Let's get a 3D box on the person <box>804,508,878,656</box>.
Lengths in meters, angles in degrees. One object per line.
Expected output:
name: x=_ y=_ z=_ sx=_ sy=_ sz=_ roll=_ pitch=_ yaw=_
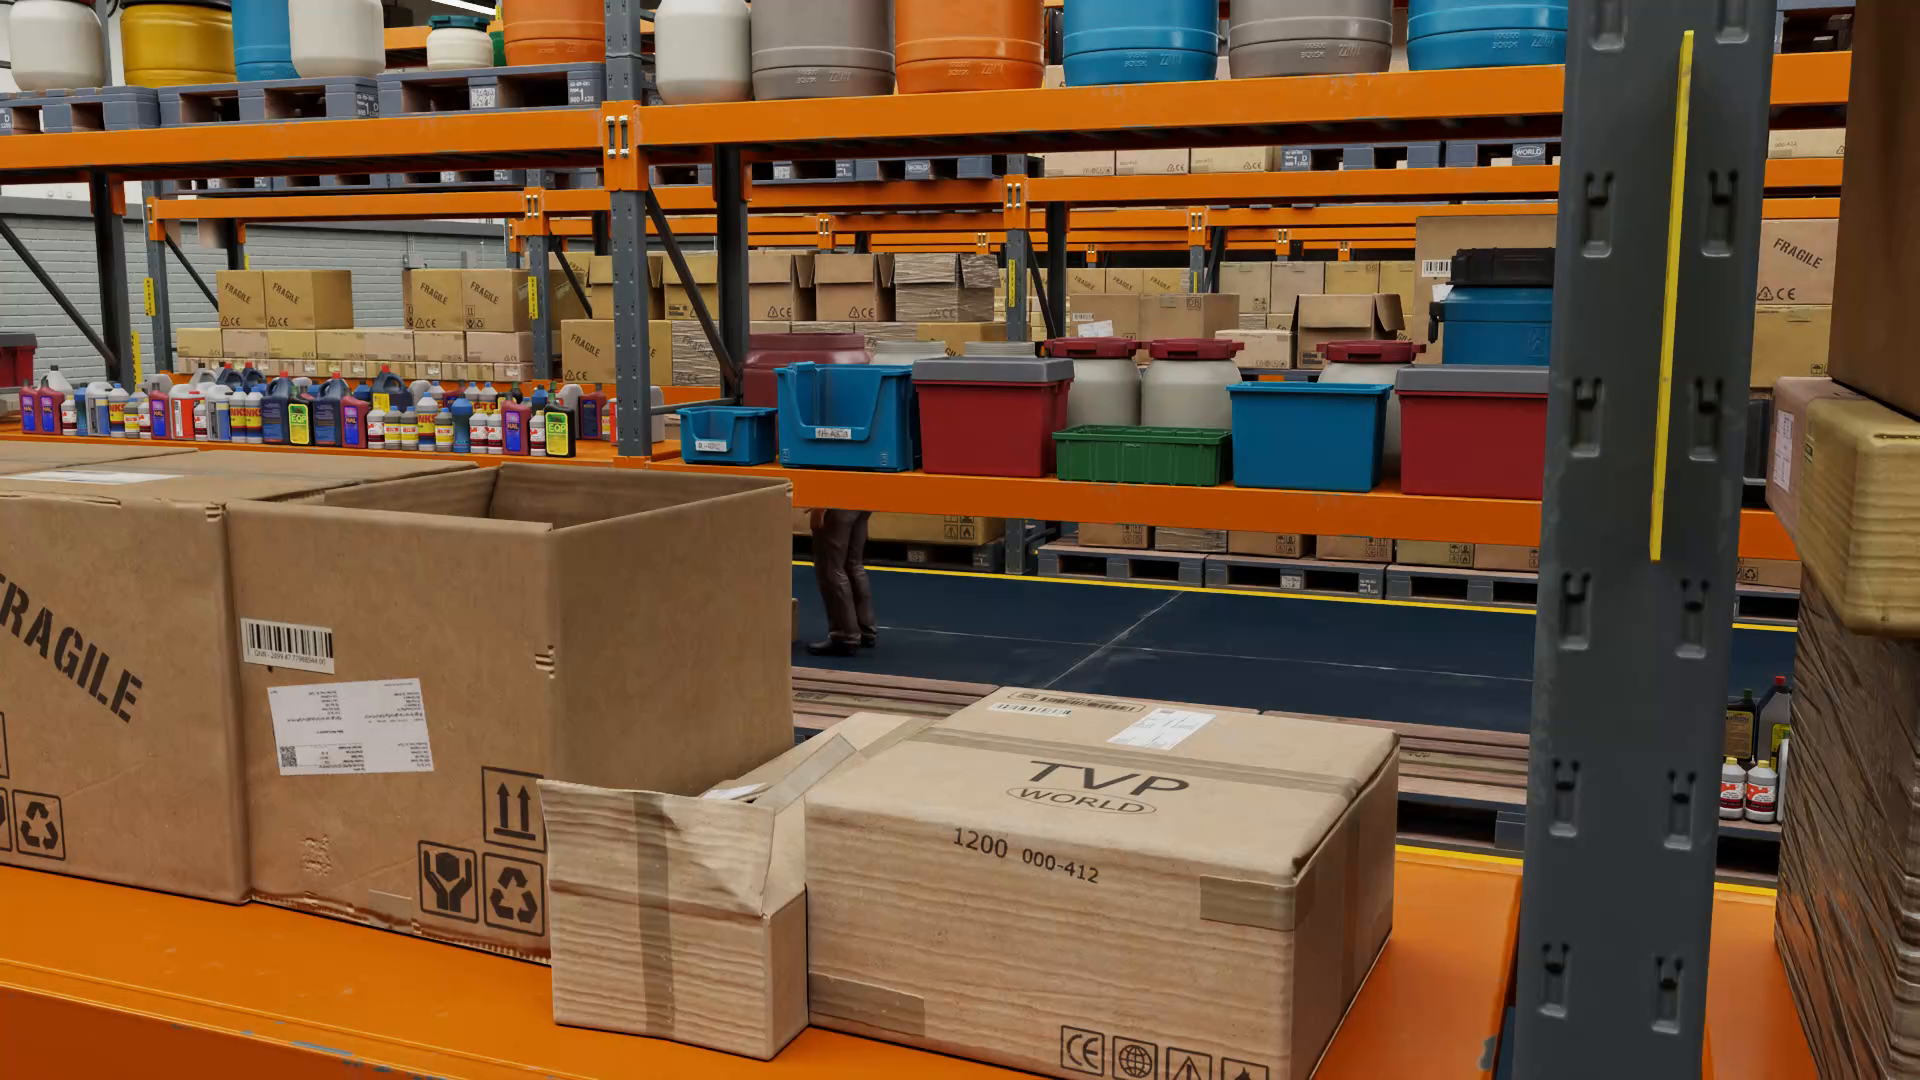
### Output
person: x=-0.674 y=-0.216 z=9.382 sx=0.360 sy=1.715 sz=0.533 roll=4 pitch=9 yaw=22
